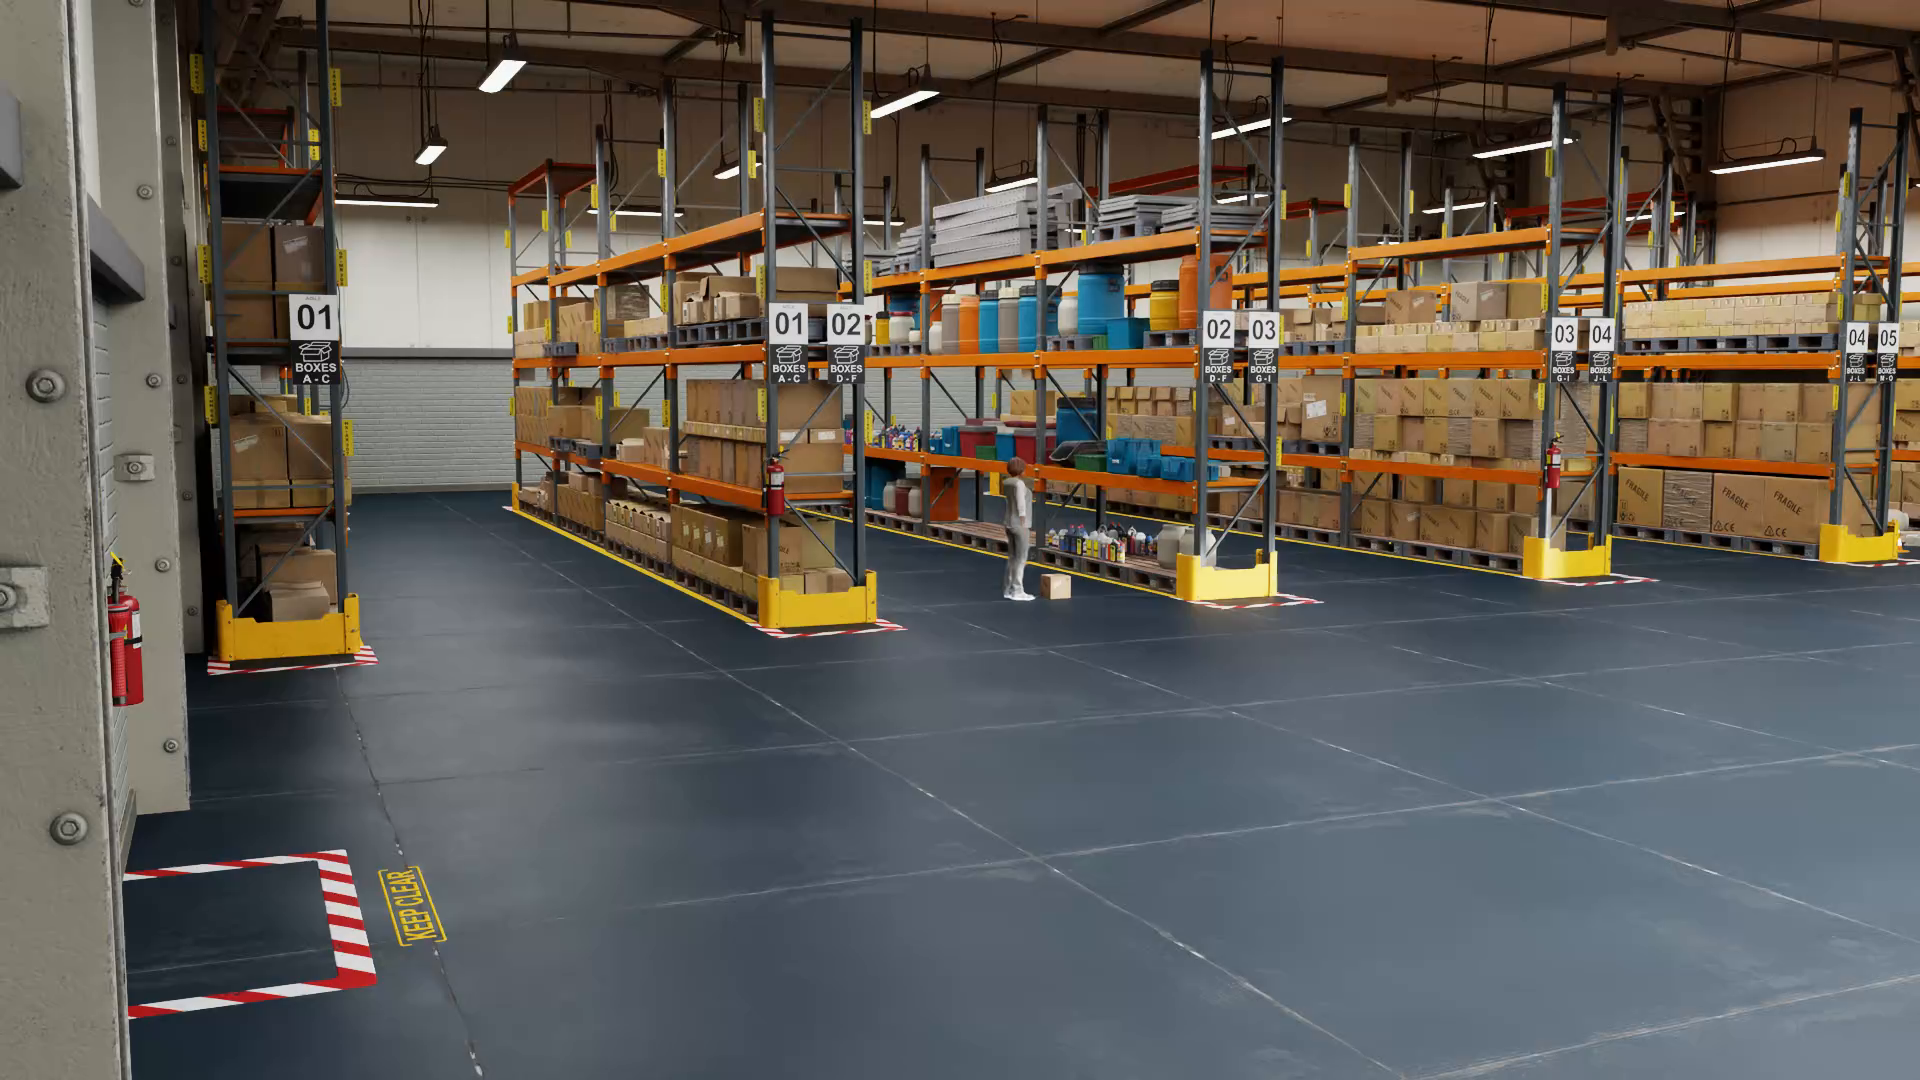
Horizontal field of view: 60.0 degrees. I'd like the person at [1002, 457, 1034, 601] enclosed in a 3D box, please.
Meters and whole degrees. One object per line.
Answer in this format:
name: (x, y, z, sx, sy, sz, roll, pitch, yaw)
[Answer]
person: (0.638, -0.129, 18.529, 0.305, 1.599, 0.404, -2, 6, -22)
